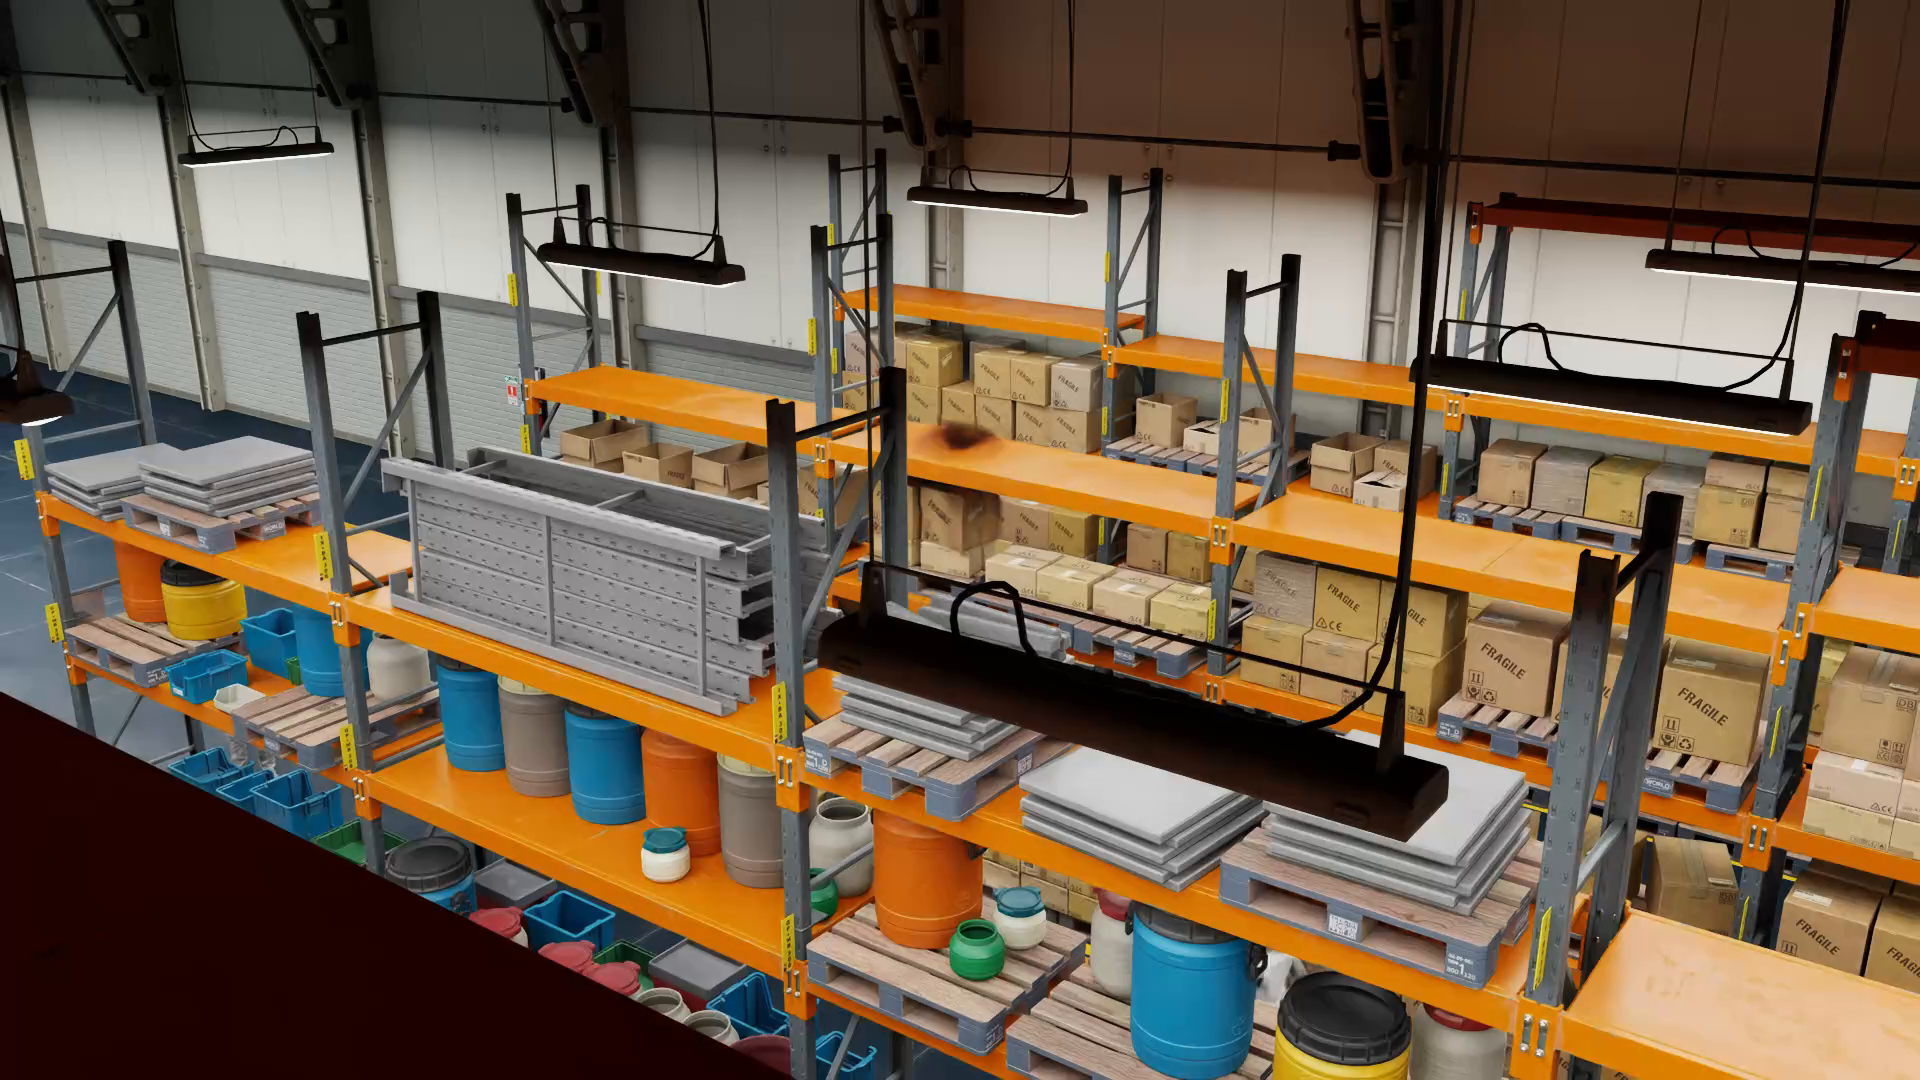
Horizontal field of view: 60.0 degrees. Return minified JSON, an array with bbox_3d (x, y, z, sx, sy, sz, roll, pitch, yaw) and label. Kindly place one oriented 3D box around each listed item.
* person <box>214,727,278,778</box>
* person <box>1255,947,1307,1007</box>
[{"bbox_3d":[-7.427,1.717,17.195,0.624,1.794,0.586,-6,20,-18],"label":"person"},{"bbox_3d":[2.164,3.448,12.120,0.982,1.753,0.605,14,23,35],"label":"person"}]
